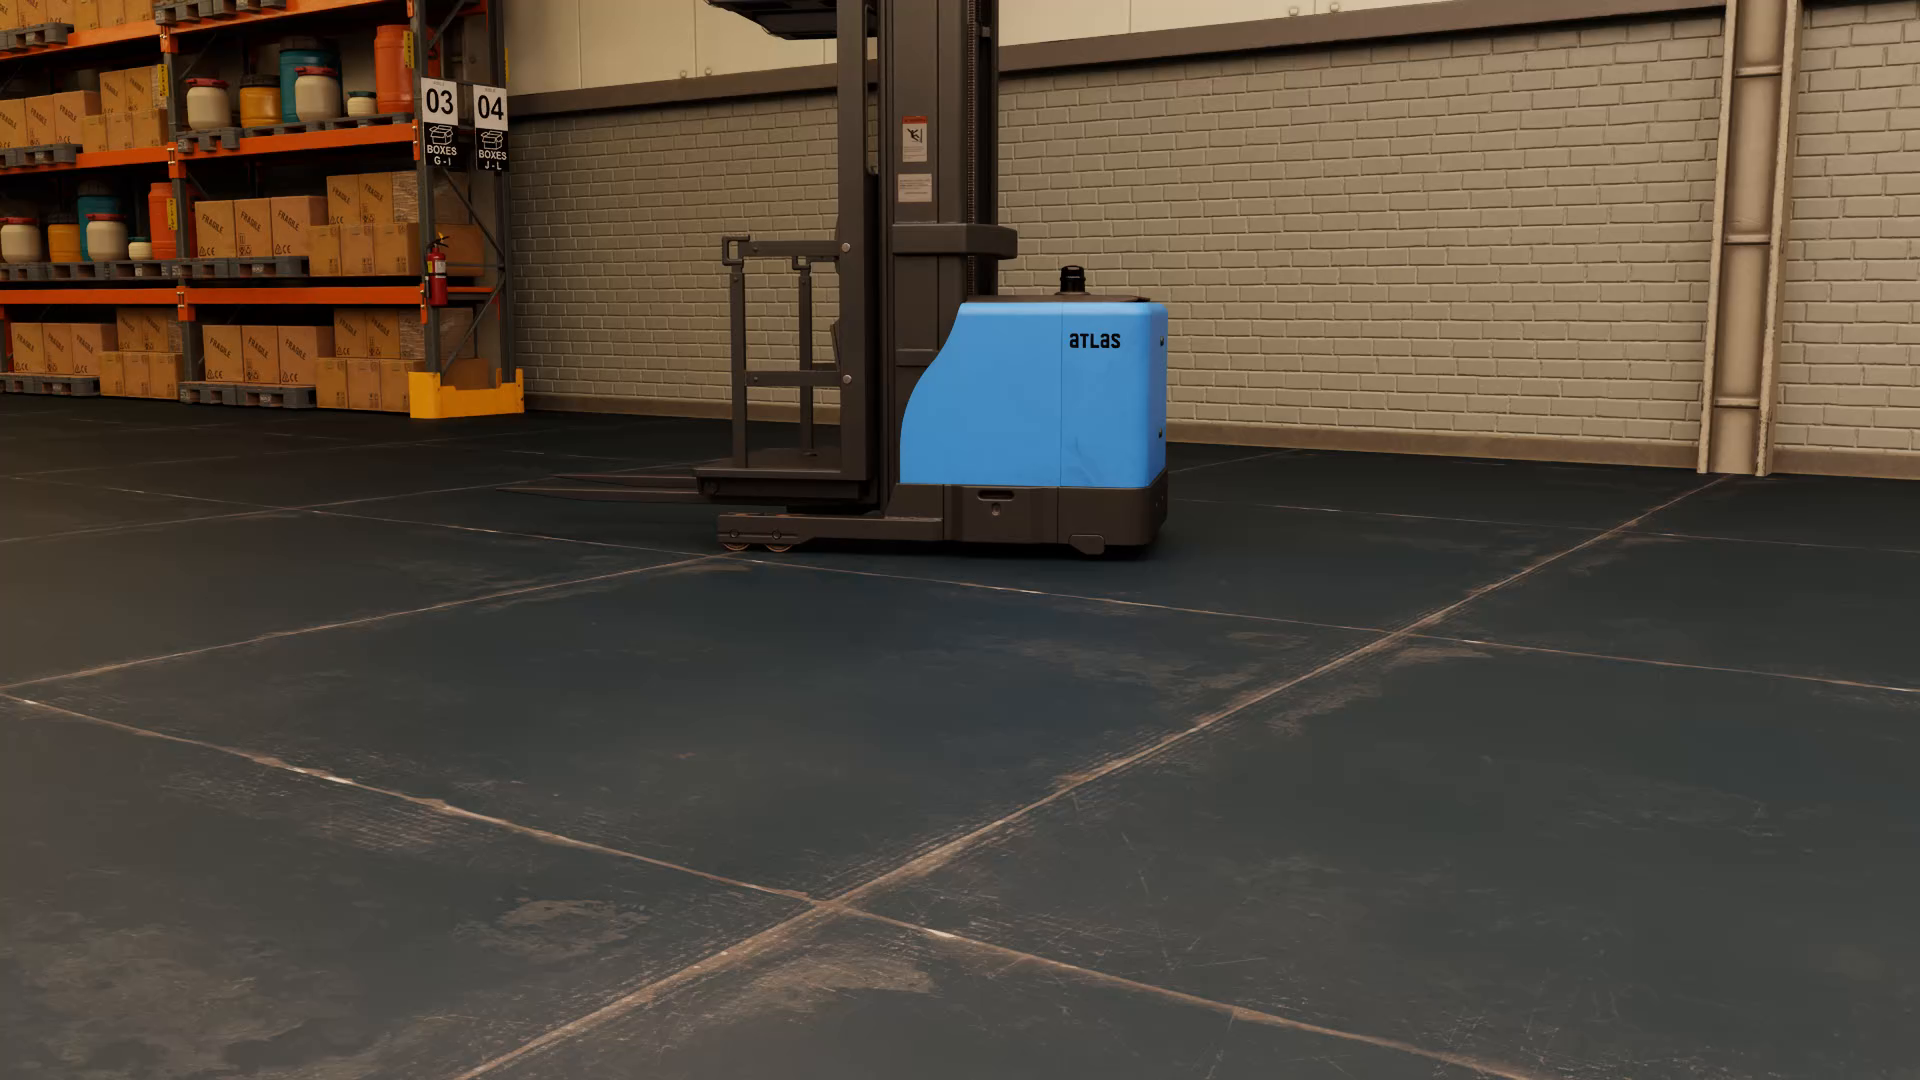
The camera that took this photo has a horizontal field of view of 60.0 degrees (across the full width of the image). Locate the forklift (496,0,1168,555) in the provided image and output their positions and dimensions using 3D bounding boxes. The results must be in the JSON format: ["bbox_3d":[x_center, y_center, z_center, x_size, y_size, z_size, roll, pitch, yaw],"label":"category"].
[{"bbox_3d":[-0.596,-1.469,7.520,3.031,2.935,1.130,2,8,12],"label":"forklift"}]
